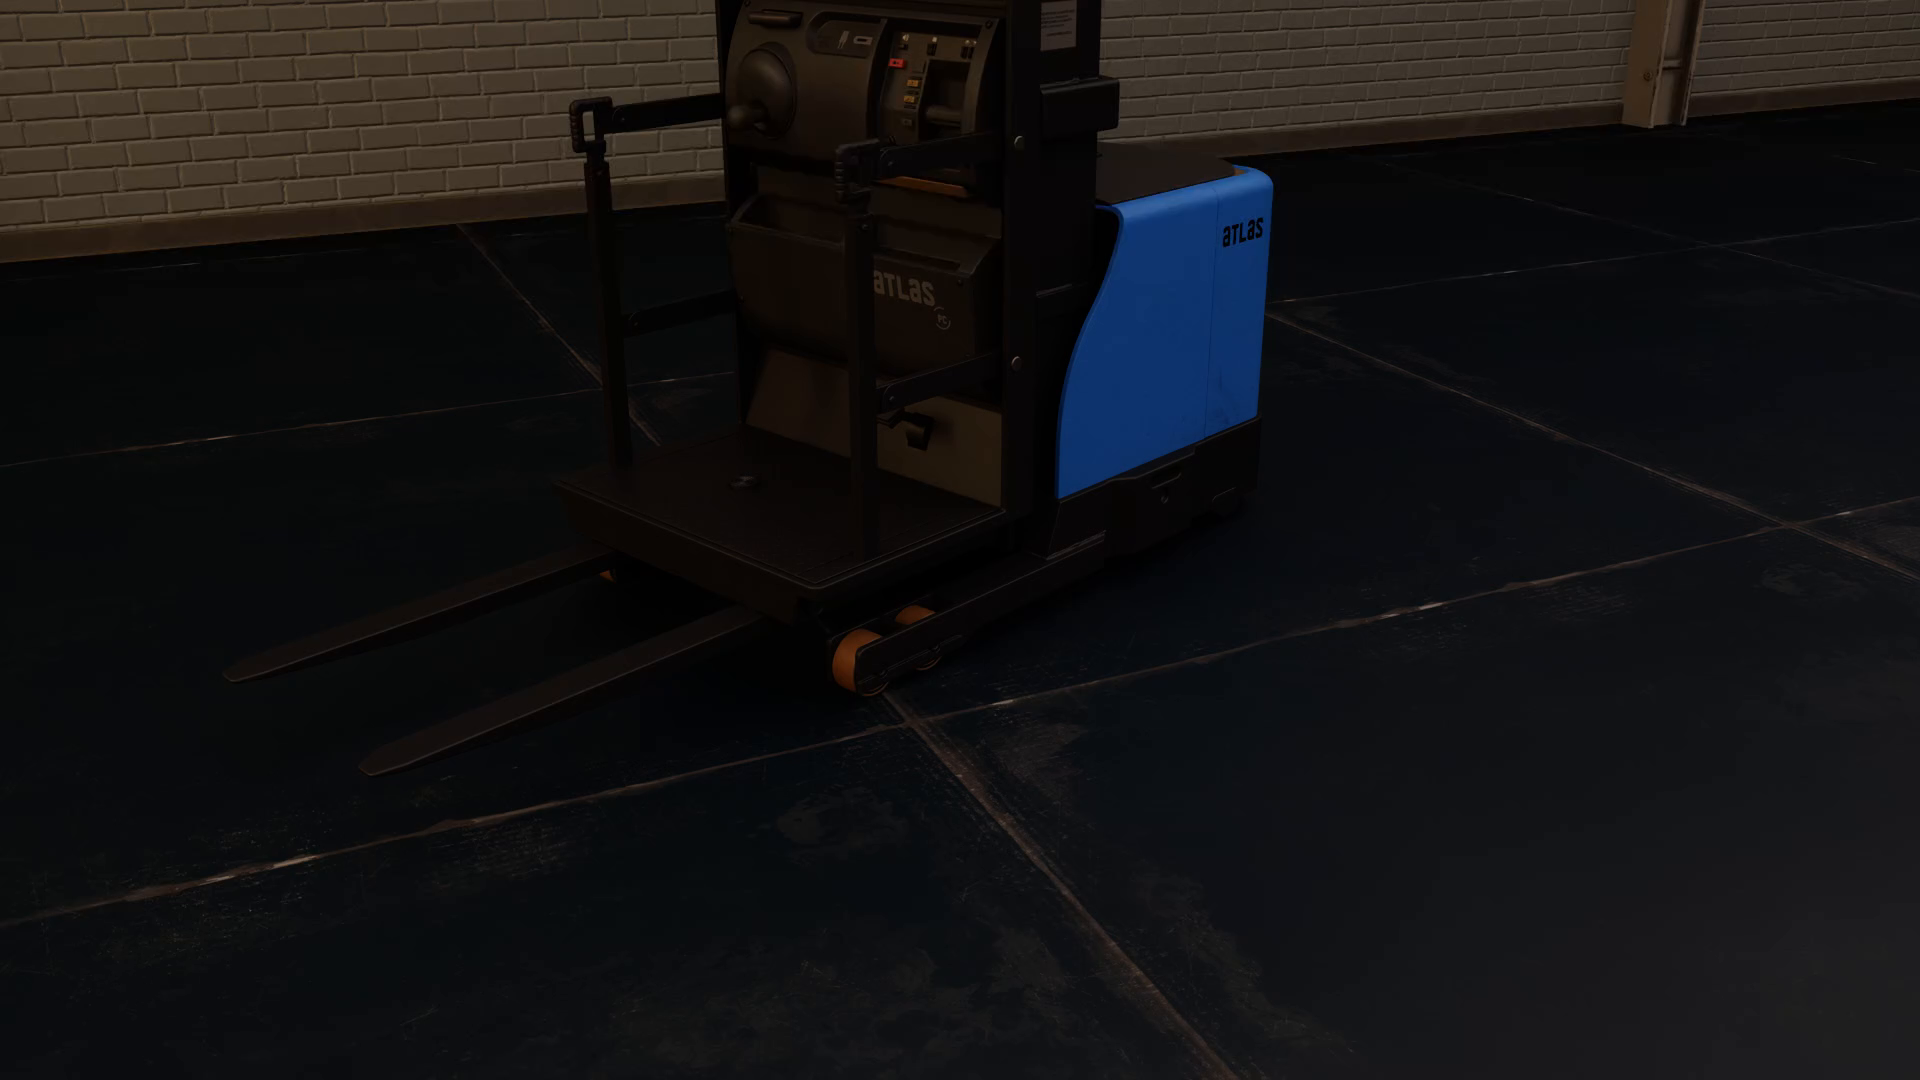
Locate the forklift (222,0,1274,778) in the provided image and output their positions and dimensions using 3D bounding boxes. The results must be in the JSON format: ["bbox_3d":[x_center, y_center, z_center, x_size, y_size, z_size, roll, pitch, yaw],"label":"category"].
[{"bbox_3d":[-0.413,-1.182,4.131,1.130,2.935,3.031,19,29,39],"label":"forklift"}]
